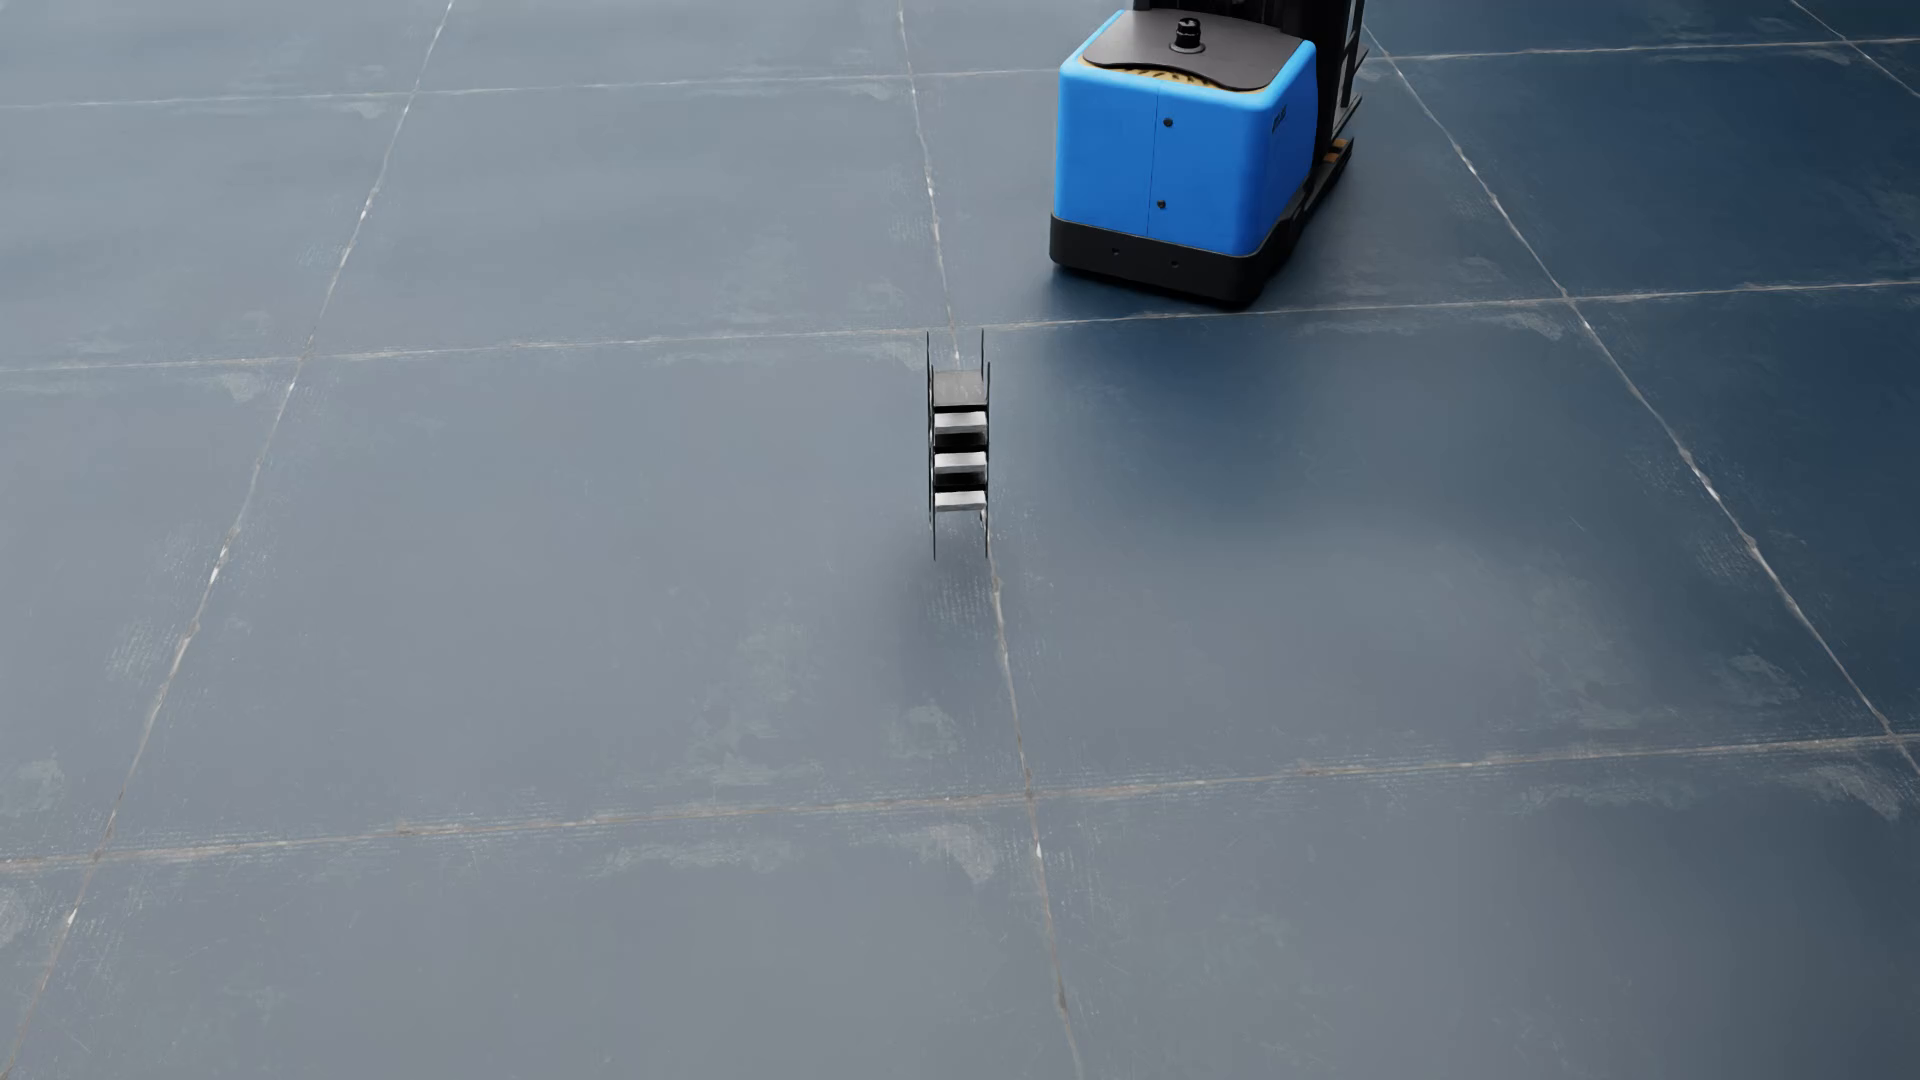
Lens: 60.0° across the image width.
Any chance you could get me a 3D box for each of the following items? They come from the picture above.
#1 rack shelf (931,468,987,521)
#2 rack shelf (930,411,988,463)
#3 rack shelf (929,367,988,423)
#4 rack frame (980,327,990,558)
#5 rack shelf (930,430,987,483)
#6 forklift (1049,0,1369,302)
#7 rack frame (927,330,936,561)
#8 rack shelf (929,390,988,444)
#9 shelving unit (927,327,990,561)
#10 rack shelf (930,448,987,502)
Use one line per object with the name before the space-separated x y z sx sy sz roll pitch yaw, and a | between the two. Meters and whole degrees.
rack shelf | -0.008 -0.185 6.447 0.200 0.077 0.258 -3 38 -4
rack shelf | -0.008 -0.397 6.280 0.200 0.077 0.258 -3 38 -4
rack shelf | -0.008 -0.539 6.169 0.200 0.077 0.258 -3 38 -4
rack frame | 0.093 -0.358 6.322 0.006 0.900 0.240 -3 38 -4
rack shelf | -0.008 -0.327 6.336 0.200 0.077 0.258 -3 38 -4
forklift | 1.520 -3.193 8.275 1.130 2.935 3.031 16 41 19
rack frame | -0.109 -0.347 6.308 0.006 0.900 0.240 -3 38 -4
rack shelf | -0.008 -0.468 6.224 0.200 0.077 0.258 -3 38 -4
shelving unit | -0.008 -0.353 6.315 0.210 0.900 0.258 -3 38 -4
rack shelf | -0.008 -0.256 6.392 0.200 0.077 0.258 -3 38 -4
